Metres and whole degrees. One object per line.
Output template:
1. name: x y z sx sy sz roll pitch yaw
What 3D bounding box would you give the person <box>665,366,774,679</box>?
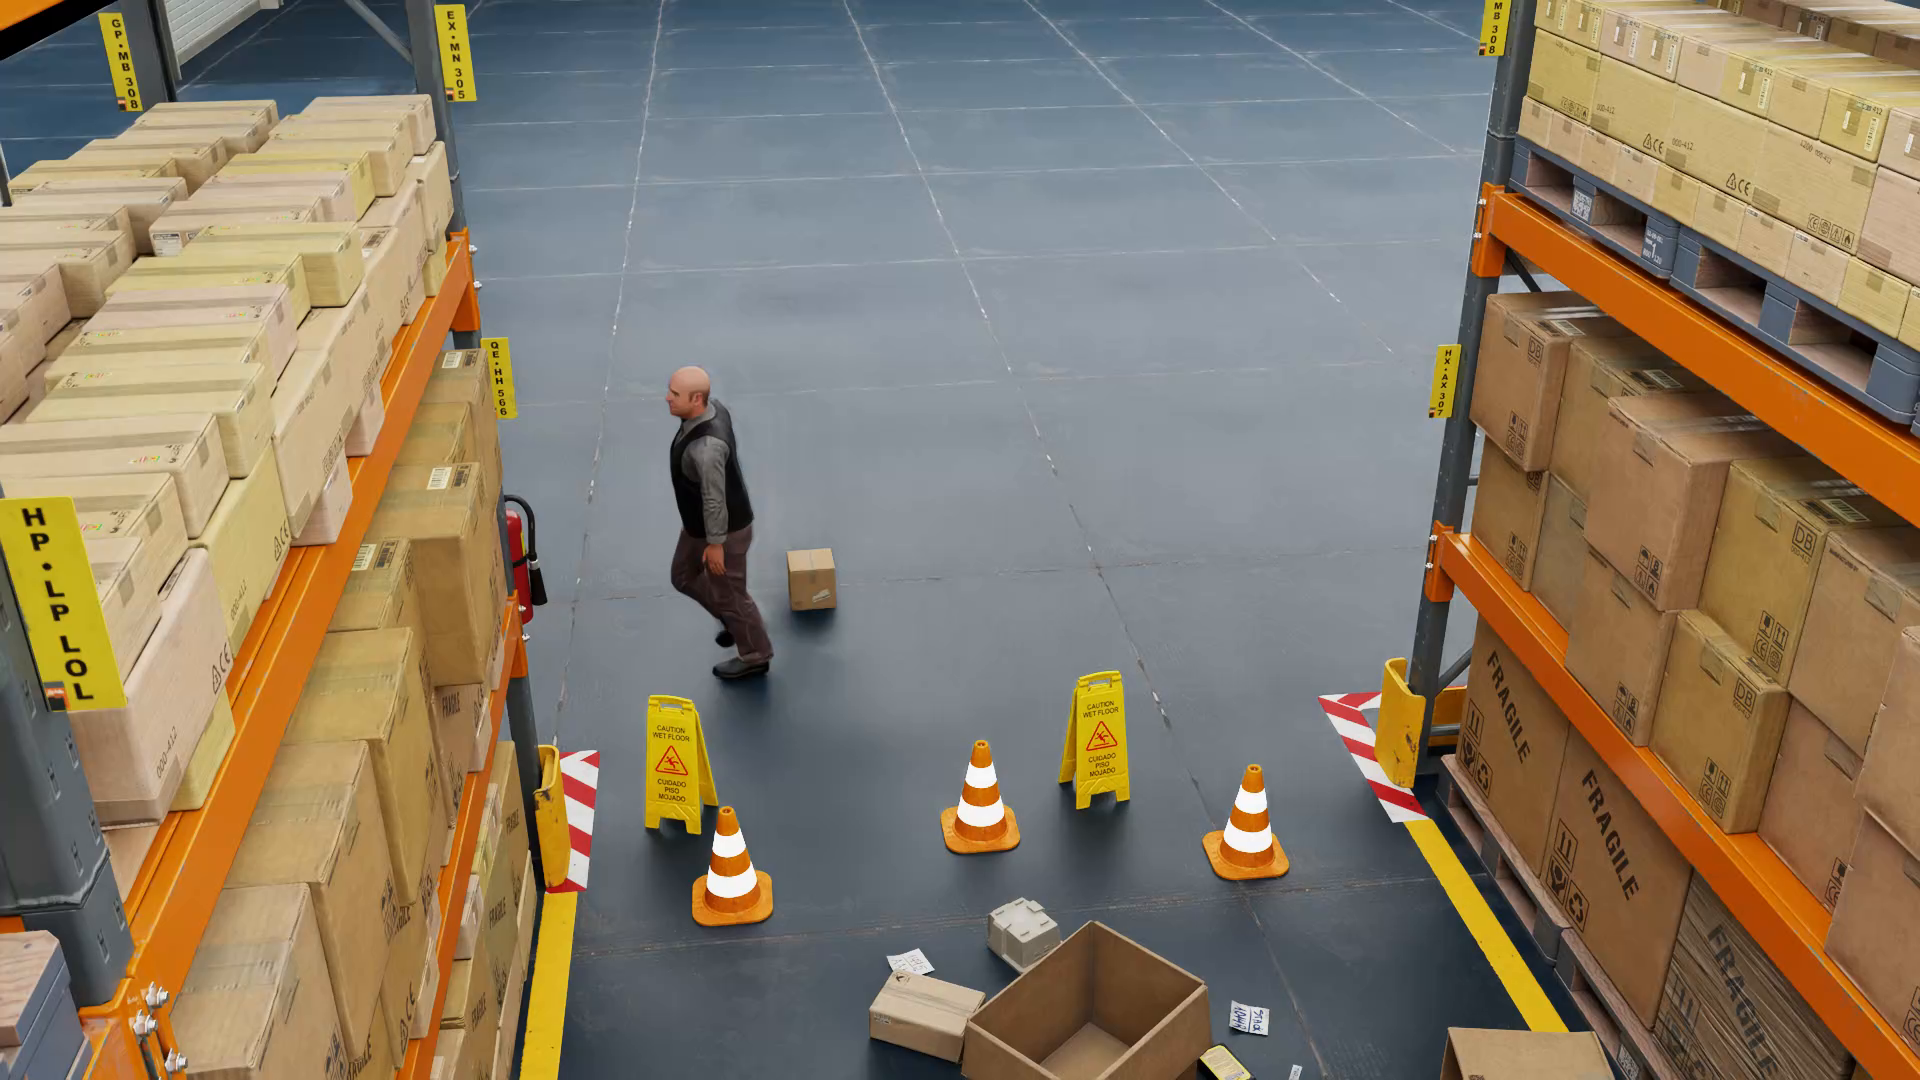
1. person: -1.207 -0.069 8.246 0.490 1.708 0.567 -6 28 -11
